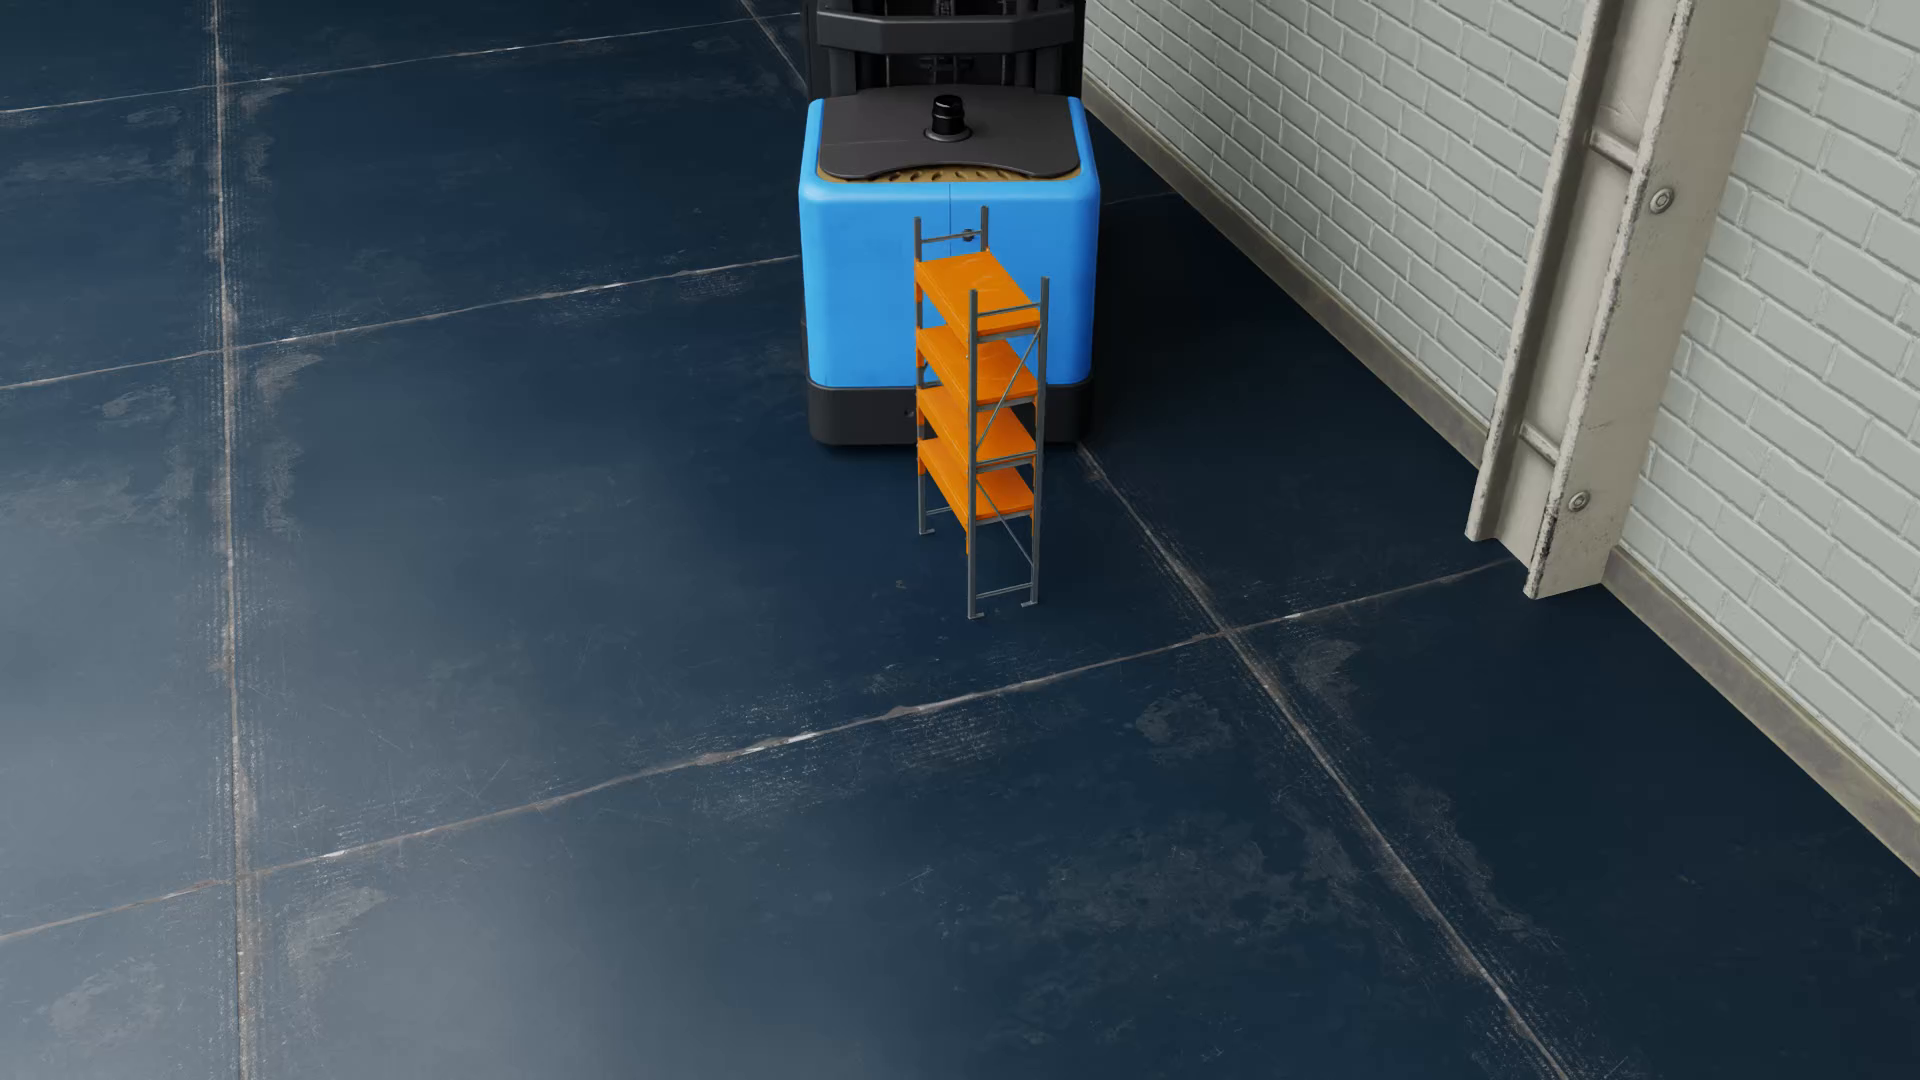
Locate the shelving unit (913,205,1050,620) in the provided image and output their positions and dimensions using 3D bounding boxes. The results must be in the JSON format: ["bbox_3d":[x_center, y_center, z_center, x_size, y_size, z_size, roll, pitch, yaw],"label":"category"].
[{"bbox_3d":[0.057,-0.386,5.265,0.258,1.200,0.503,-12,39,-16],"label":"shelving unit"}]

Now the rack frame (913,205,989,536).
[{"bbox_3d":[-0.027,-0.524,5.448,0.240,1.200,0.015,-12,39,-16],"label":"rack frame"}]

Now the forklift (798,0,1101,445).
[{"bbox_3d":[-0.069,-2.377,6.470,1.130,2.935,3.031,-1,37,-1],"label":"forklift"}]

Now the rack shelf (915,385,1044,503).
[{"bbox_3d":[0.057,-0.332,5.305,0.258,0.148,0.480,-12,39,-16],"label":"rack shelf"}]

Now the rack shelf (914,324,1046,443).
[{"bbox_3d":[0.057,-0.511,5.171,0.258,0.148,0.480,-12,39,-16],"label":"rack shelf"}]

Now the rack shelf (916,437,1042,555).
[{"bbox_3d":[0.057,-0.173,5.425,0.258,0.148,0.480,-12,39,-16],"label":"rack shelf"}]

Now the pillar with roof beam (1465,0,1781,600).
[{"bbox_3d":[-2.078,-2.649,1.787,9.100,9.000,0.400,-12,39,-16],"label":"pillar with roof beam"}]

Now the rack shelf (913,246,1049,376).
[{"bbox_3d":[0.057,-0.700,5.028,0.258,0.148,0.480,-12,39,-16],"label":"rack shelf"}]

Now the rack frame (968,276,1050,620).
[{"bbox_3d":[0.141,-0.248,5.082,0.240,1.200,0.015,-12,39,-16],"label":"rack frame"}]
